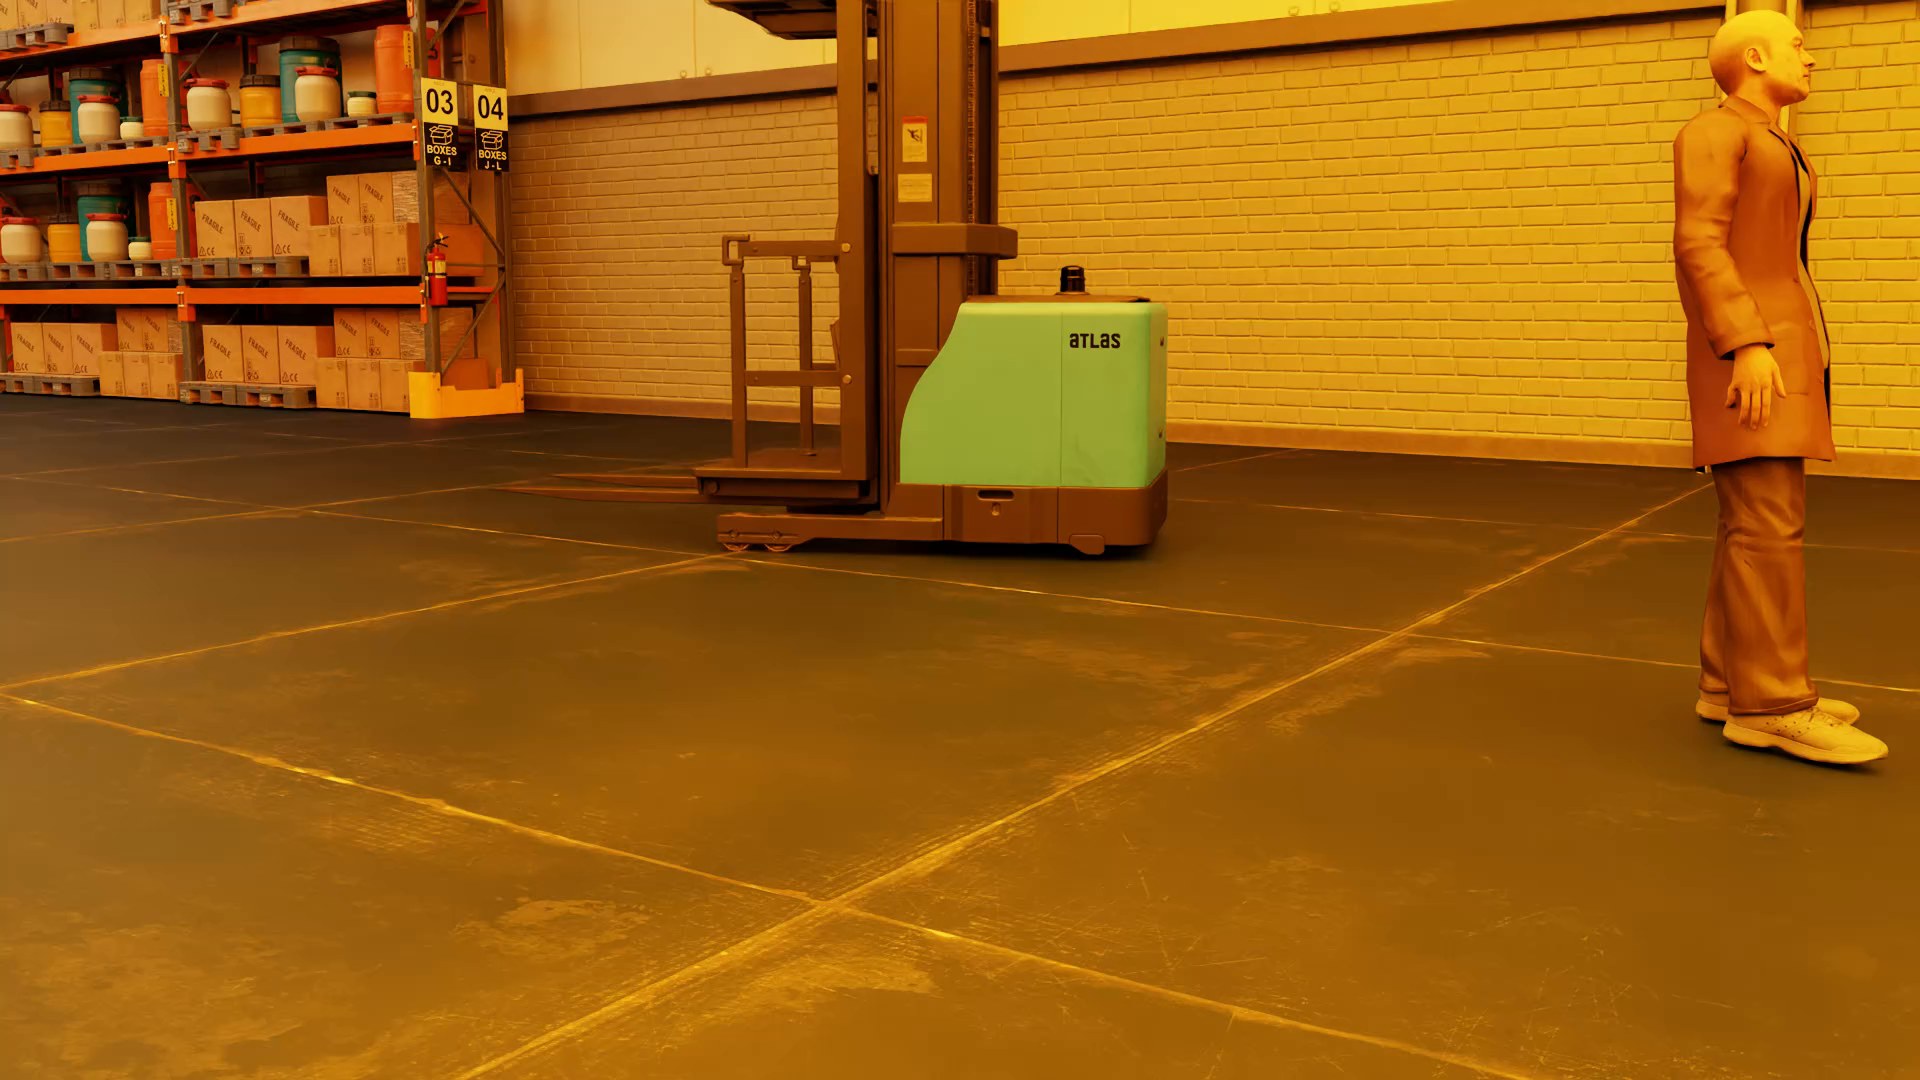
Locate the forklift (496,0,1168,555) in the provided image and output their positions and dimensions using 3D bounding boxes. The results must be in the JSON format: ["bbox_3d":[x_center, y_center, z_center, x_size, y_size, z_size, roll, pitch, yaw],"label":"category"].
[{"bbox_3d":[-0.596,-1.469,7.520,3.031,2.935,1.130,2,8,12],"label":"forklift"}]

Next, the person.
[{"bbox_3d":[2.065,-0.406,4.089,0.582,1.775,0.694,6,10,37],"label":"person"}]
